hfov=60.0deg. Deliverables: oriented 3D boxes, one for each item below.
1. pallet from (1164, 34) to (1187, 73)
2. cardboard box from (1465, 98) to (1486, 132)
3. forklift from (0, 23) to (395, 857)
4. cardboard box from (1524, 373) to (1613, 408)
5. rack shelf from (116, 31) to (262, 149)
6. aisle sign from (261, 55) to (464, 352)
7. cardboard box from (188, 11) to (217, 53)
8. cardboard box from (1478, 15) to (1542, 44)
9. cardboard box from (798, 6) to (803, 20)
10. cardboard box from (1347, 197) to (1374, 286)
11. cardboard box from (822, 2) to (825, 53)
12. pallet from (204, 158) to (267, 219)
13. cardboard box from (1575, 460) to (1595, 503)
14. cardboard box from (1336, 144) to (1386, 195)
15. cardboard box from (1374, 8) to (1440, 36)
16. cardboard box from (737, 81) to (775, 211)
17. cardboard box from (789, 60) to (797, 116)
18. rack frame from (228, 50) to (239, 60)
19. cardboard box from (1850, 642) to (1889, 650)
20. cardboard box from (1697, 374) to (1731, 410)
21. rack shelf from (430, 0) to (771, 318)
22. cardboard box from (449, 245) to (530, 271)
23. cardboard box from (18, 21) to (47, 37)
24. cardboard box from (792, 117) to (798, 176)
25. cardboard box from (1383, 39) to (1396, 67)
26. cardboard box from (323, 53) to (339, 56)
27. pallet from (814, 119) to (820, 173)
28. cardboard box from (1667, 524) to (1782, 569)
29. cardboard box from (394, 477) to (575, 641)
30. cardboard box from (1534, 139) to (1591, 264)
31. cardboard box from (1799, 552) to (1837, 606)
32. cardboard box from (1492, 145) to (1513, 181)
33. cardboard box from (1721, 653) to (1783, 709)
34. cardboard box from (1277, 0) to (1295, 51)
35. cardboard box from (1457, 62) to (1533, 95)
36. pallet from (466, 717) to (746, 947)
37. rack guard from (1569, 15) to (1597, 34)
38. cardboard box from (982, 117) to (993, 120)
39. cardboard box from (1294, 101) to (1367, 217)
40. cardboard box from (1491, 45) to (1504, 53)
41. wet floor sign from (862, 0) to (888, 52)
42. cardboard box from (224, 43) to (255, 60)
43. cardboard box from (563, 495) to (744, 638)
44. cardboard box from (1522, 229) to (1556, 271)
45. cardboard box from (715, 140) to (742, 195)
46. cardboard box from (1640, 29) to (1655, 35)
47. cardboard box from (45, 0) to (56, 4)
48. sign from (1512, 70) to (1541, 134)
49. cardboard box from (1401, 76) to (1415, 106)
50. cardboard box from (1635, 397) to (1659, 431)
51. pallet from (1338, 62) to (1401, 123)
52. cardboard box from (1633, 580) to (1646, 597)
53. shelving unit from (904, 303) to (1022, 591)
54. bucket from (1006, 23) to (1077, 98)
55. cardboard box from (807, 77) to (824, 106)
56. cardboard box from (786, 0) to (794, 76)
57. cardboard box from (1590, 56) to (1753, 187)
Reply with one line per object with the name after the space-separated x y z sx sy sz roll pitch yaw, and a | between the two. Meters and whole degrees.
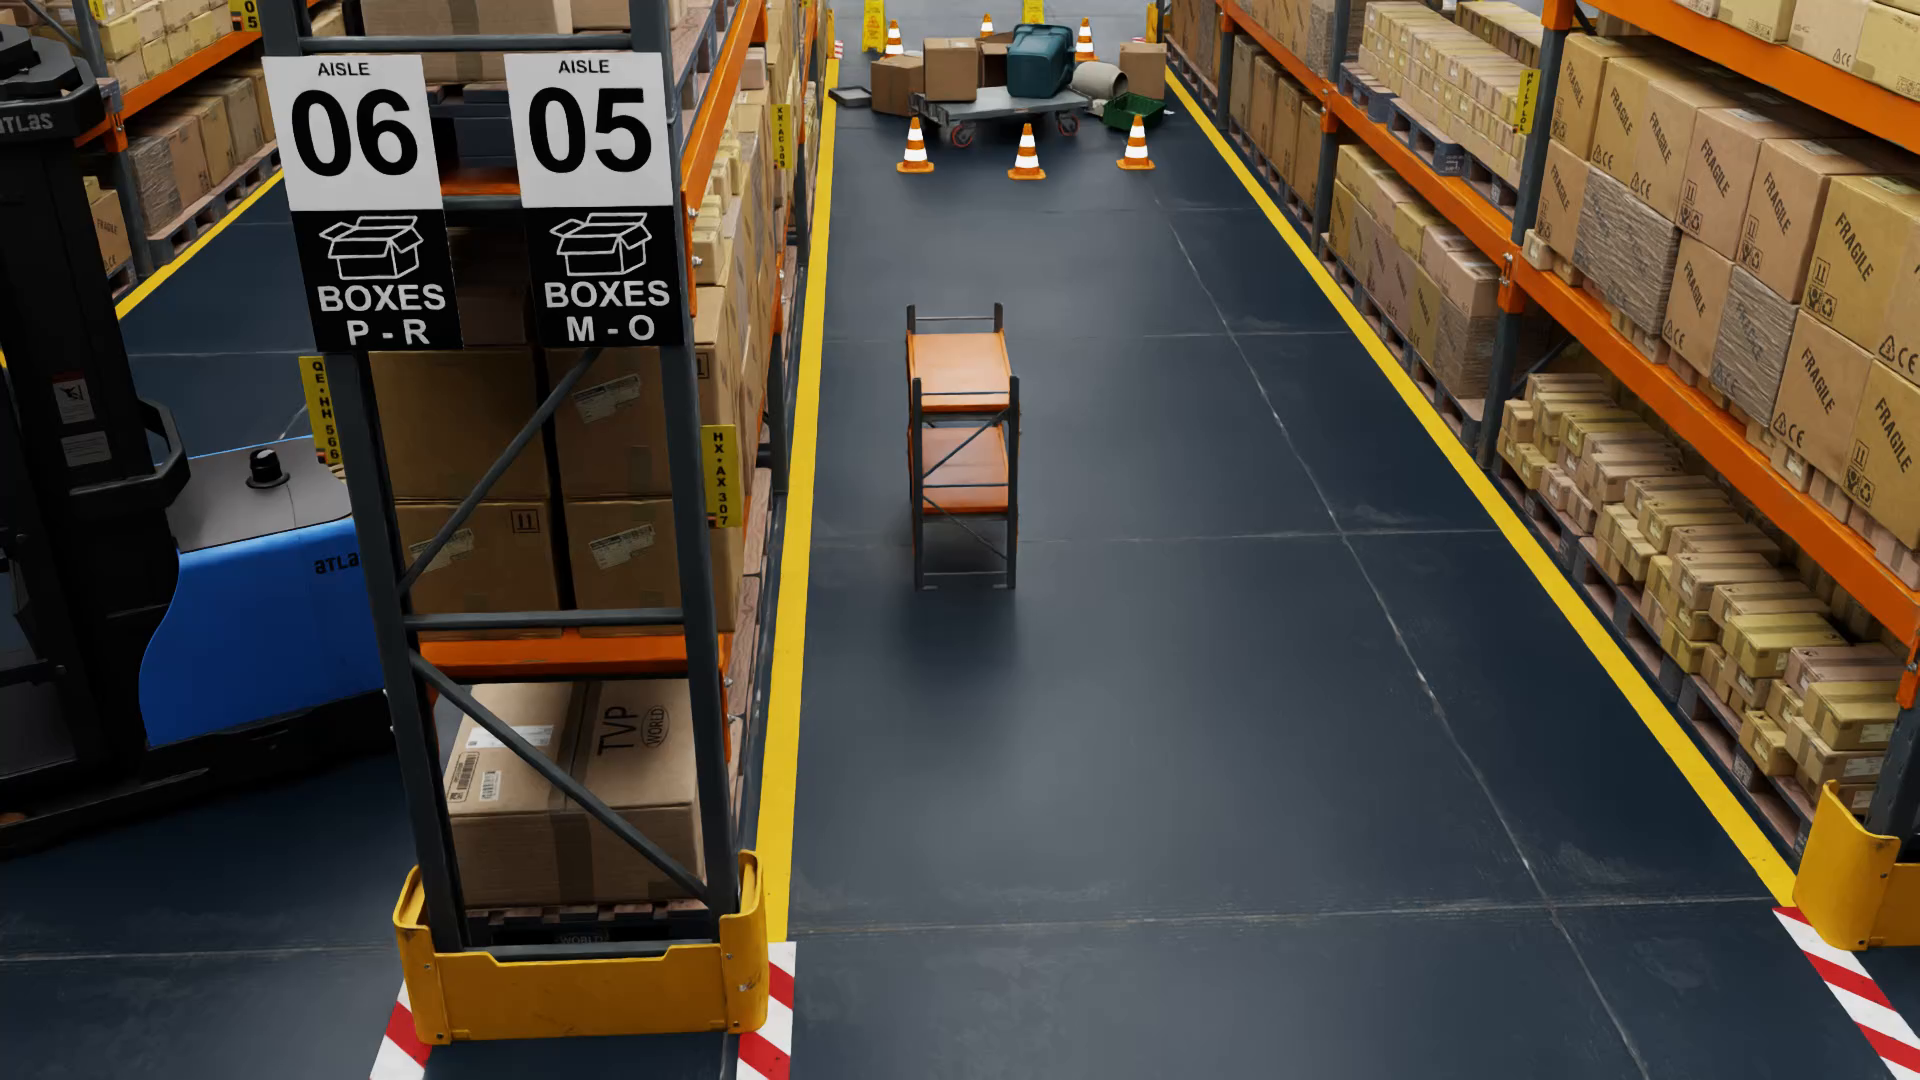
2.976 -5.705 19.460 1.003 0.211 1.213 -1 28 -3 | pallet
3.221 -2.515 9.824 0.380 0.149 0.250 -2 28 -4 | cardboard box
-3.818 -0.315 6.184 3.031 2.935 1.130 -14 31 -26 | forklift
3.293 -0.789 9.004 0.380 0.149 0.250 0 28 -1 | cardboard box
-6.726 -3.931 13.821 1.077 0.370 4.000 -1 28 -3 | rack shelf
-1.553 -0.865 4.354 0.394 0.787 0.004 -1 28 -3 | aisle sign
-6.481 -4.180 13.683 0.500 0.250 0.500 -1 28 -1 | cardboard box
3.781 -3.500 11.392 0.380 0.149 0.250 -1 28 -1 | cardboard box
-1.491 -4.264 12.798 0.500 0.500 0.500 0 28 0 | cardboard box
3.085 -2.127 11.833 0.500 0.500 0.500 -1 28 -2 | cardboard box
-1.700 -5.360 17.492 0.500 0.500 0.500 0 28 0 | cardboard box
-6.686 -3.033 14.337 1.003 0.211 1.213 -1 28 -3 | pallet
3.344 -0.295 8.378 0.380 0.149 0.250 -3 28 -5 | cardboard box
3.068 -2.700 12.121 0.500 0.250 0.500 -3 28 -5 | cardboard box
3.121 -3.611 11.603 0.380 0.149 0.250 -2 28 -4 | cardboard box
-1.155 -1.877 7.916 0.500 0.500 0.500 -2 28 -3 | cardboard box
-1.308 -2.913 10.713 0.500 0.250 0.500 -2 28 -4 | cardboard box
-6.830 -5.174 15.426 1.000 3.000 0.127 -1 28 -3 | rack frame
3.861 0.539 6.779 0.380 0.149 0.250 -1 28 -2 | cardboard box
3.382 -0.671 7.065 0.380 0.149 0.250 -1 28 -2 | cardboard box
-1.351 -1.688 6.277 1.077 0.370 4.000 -1 28 -3 | rack shelf
-1.503 -0.806 5.161 0.380 0.149 0.250 -1 28 -2 | cardboard box
-6.922 -3.682 12.188 0.500 0.250 0.500 -1 28 -2 | cardboard box
-1.271 -2.451 10.367 0.500 0.250 0.500 -2 28 -3 | cardboard box
3.132 -3.344 11.414 0.380 0.149 0.250 -2 28 -4 | cardboard box
-6.575 -4.826 16.737 0.500 0.250 0.500 -2 28 -3 | cardboard box
-1.831 -3.699 15.614 1.003 0.211 1.213 -1 28 -3 | pallet
3.391 0.054 7.388 0.380 0.149 0.250 -2 28 -4 | cardboard box
-1.536 -0.014 5.425 0.500 0.500 0.500 -1 28 -2 | cardboard box
3.256 -1.708 8.352 0.500 0.500 0.500 -2 28 -4 | cardboard box
3.883 0.160 7.186 0.380 0.149 0.250 0 28 -1 | cardboard box
3.250 -2.140 9.427 0.380 0.149 0.250 -1 28 -2 | cardboard box
3.350 0.550 6.760 0.380 0.149 0.250 -2 28 -5 | cardboard box
2.931 -4.321 13.683 0.500 0.500 0.500 -2 28 -4 | cardboard box
3.217 -2.764 9.981 0.380 0.149 0.250 -2 28 -4 | cardboard box
-1.367 1.116 6.383 1.003 0.211 1.213 -1 28 -3 | pallet
7.818 -6.238 20.170 1.175 0.500 0.348 -1 28 -3 | rack guard
0.227 -4.511 17.112 0.258 0.266 0.396 -23 35 -37 | cardboard box
3.331 -3.086 13.402 1.050 0.750 0.750 -2 28 -3 | cardboard box
3.798 -3.243 11.221 0.380 0.149 0.250 -1 28 -3 | cardboard box
-1.024 -6.212 19.963 0.267 0.644 0.232 8 29 15 | wet floor sign
-7.049 -4.807 16.160 0.500 0.250 0.500 -1 28 -2 | cardboard box
-0.985 -0.026 5.449 0.500 0.500 0.500 -2 28 -3 | cardboard box
3.170 -1.517 8.686 0.380 0.149 0.250 0 28 -1 | cardboard box
-1.028 -1.416 6.331 0.380 0.149 0.250 -2 28 -4 | cardboard box
7.909 -5.606 18.504 0.500 0.500 0.500 1 28 2 | cardboard box
-6.918 -4.043 12.448 0.380 0.149 0.250 -1 28 -3 | cardboard box
2.928 -2.265 8.597 0.100 0.325 0.005 -1 28 -3 | sign
3.156 -2.981 11.040 0.380 0.149 0.250 -1 28 -1 | cardboard box
3.814 -0.678 8.791 0.380 0.149 0.250 -1 28 -2 | cardboard box
3.417 -3.202 11.854 1.213 0.211 1.003 -1 28 -3 | pallet
3.379 0.205 7.743 0.380 0.149 0.250 -1 28 -1 | cardboard box
0.000 -0.496 8.484 0.538 1.125 1.048 -1 28 -3 | shelving unit
0.755 -4.691 16.397 0.726 0.611 0.620 8 39 15 | bucket
-1.635 -4.541 16.732 0.500 0.250 0.500 -3 28 -5 | cardboard box
-1.322 -3.237 10.523 0.500 0.500 0.500 -1 28 -3 | cardboard box
3.305 -1.933 7.702 0.500 0.500 0.500 -2 28 -4 | cardboard box
